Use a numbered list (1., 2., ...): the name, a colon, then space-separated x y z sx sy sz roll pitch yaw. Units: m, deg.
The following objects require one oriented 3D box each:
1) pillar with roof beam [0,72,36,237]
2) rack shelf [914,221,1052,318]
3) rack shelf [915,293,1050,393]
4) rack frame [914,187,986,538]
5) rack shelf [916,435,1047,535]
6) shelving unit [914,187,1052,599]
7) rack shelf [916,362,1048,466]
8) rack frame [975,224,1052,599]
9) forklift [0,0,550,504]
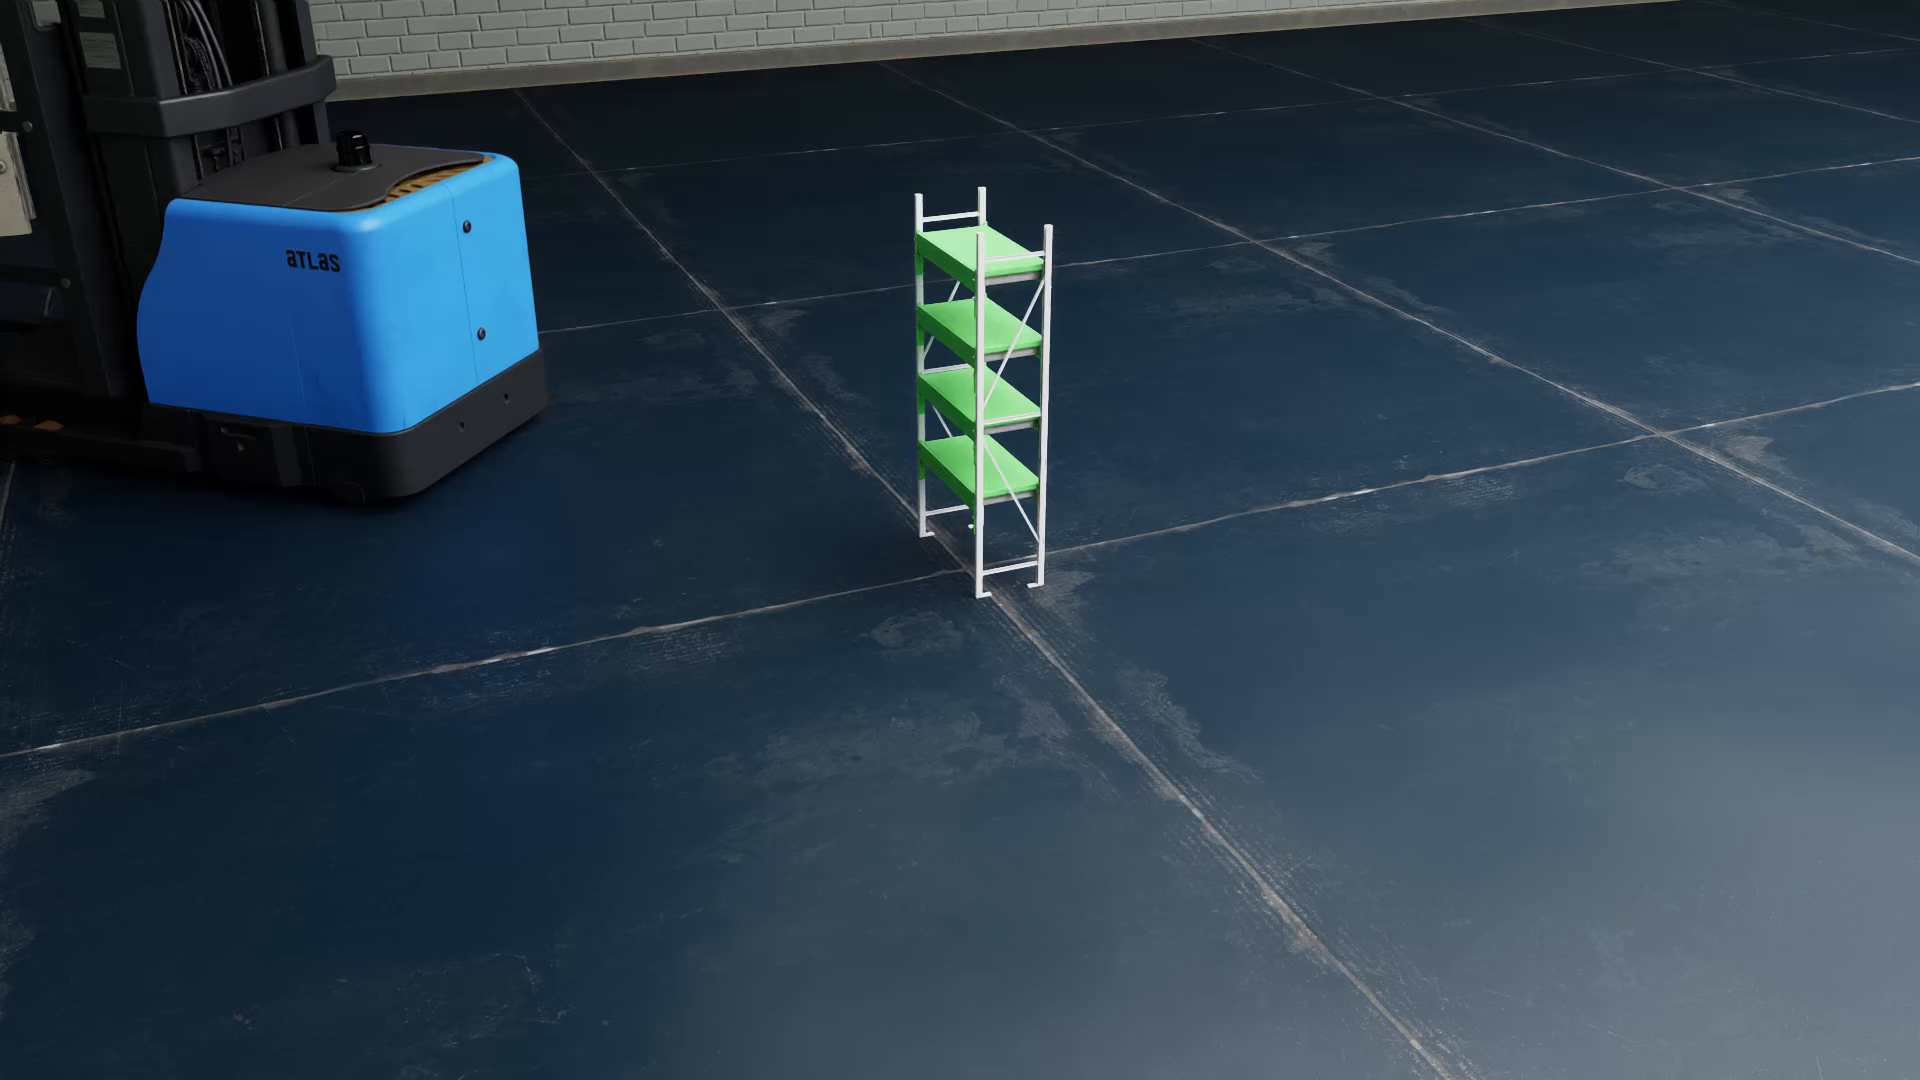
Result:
1. pillar with roof beam: -1.416 -6.539 8.886 9.100 9.000 0.400 -11 28 -21
2. rack shelf: 0.065 -0.846 5.167 0.258 0.148 0.480 -11 28 -21
3. rack shelf: 0.065 -0.631 5.273 0.258 0.148 0.480 -11 28 -21
4. rack frame: -0.031 -0.571 5.552 0.240 1.200 0.015 -11 28 -21
5. rack shelf: 0.065 -0.199 5.483 0.258 0.148 0.480 -11 28 -21
6. shelving unit: 0.065 -0.472 5.350 0.258 1.200 0.503 -11 28 -21
7. rack shelf: 0.065 -0.415 5.378 0.258 0.148 0.480 -11 28 -21
8. rack frame: 0.160 -0.374 5.148 0.240 1.200 0.015 -11 28 -21
9. forklift: -3.231 -1.812 6.120 3.031 2.935 1.130 8 27 16
